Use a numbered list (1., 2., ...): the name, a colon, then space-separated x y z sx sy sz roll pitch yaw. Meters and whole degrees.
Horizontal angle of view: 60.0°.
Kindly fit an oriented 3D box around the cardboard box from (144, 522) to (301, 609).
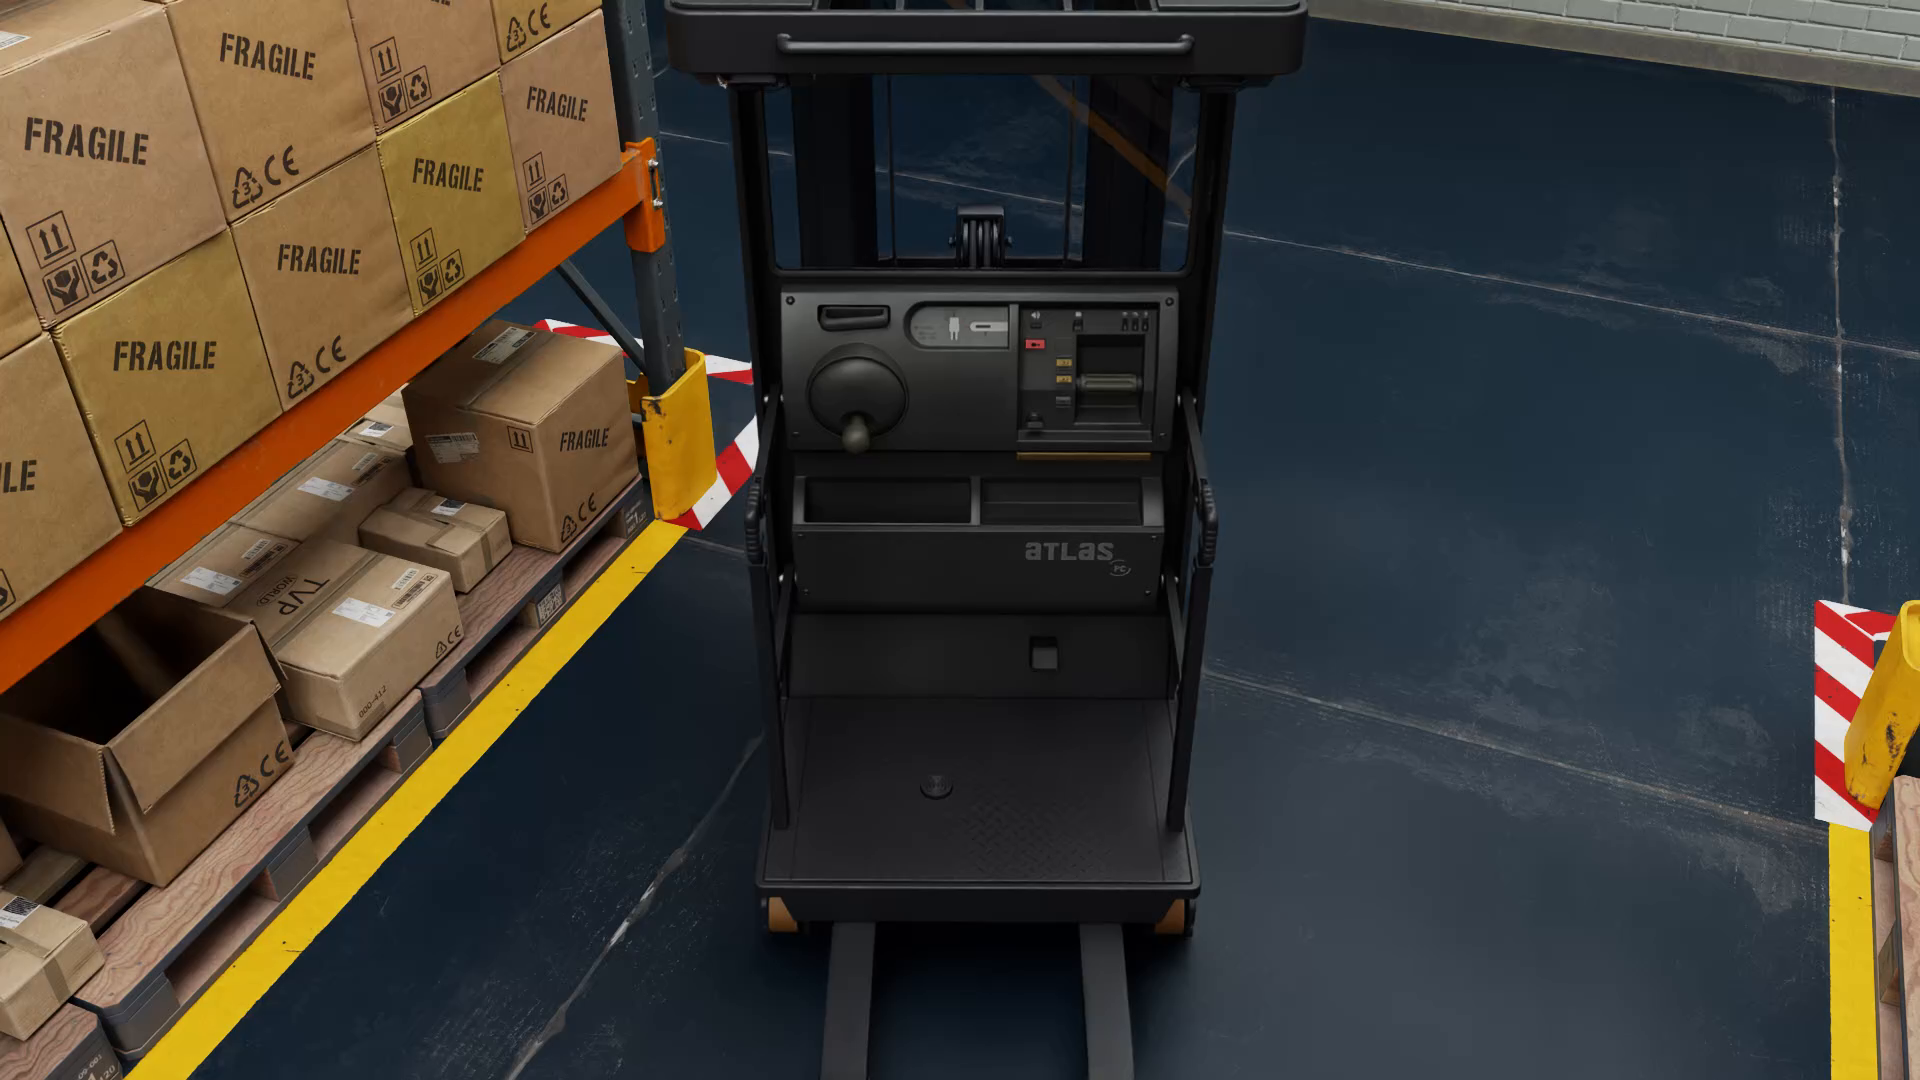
1. cardboard box: -2.290 0.186 4.925 0.500 0.250 0.500 14 39 18

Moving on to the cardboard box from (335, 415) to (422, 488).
1. cardboard box: -2.012 -0.279 5.617 0.380 0.166 0.250 14 39 18

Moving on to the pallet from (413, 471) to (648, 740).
1. pallet: -1.771 0.071 5.479 1.003 0.211 1.213 14 39 18

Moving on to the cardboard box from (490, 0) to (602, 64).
1. cardboard box: -1.355 -1.661 4.548 0.500 0.500 0.500 14 39 17

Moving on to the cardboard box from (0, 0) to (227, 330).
1. cardboard box: -1.935 -0.809 3.408 0.500 0.500 0.500 15 39 19

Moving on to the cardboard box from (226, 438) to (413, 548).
1. cardboard box: -2.100 -0.091 5.296 0.500 0.250 0.500 14 39 18

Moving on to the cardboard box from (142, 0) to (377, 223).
1. cardboard box: -1.740 -1.093 3.788 0.500 0.500 0.500 15 39 19

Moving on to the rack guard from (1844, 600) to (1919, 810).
1. rack guard: 3.136 0.586 4.548 1.175 0.500 0.348 14 39 18

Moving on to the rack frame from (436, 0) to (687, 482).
1. rack frame: -1.440 -1.529 5.291 1.000 3.000 0.127 14 39 18

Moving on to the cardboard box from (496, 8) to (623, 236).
1. cardboard box: -1.359 -1.259 4.846 0.500 0.500 0.500 15 39 19

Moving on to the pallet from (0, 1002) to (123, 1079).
1. pallet: -2.700 1.422 3.671 1.003 0.211 1.213 14 39 18

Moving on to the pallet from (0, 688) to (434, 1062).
1. pallet: -2.237 0.744 4.578 1.003 0.211 1.213 14 39 18

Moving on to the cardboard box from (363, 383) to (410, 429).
1. cardboard box: -1.917 -0.410 5.807 0.380 0.149 0.250 14 39 18

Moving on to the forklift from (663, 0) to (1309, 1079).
1. forklift: 0.046 -0.330 3.743 1.130 2.935 3.031 0 37 0

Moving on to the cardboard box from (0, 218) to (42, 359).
1. cardboard box: -2.131 -0.522 3.025 0.500 0.500 0.500 13 39 16

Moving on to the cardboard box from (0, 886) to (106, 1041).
1. cardboard box: -2.282 0.980 3.933 0.380 0.166 0.250 14 39 18

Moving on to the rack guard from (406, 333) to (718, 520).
1. rack guard: -1.469 -0.486 5.983 1.175 0.500 0.348 14 39 18

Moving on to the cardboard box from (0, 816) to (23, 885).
1. cardboard box: -2.722 0.791 4.065 0.500 0.311 0.500 14 39 18

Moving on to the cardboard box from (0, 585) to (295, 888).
1. cardboard box: -2.252 0.468 4.337 0.797 0.503 0.637 14 39 18

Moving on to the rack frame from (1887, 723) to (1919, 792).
1. rack frame: 3.139 -0.399 3.778 1.000 3.000 0.127 14 39 18

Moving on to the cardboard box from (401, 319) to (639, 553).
1. cardboard box: -1.419 -0.347 5.430 0.500 0.500 0.500 14 39 18

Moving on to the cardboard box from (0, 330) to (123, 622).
1. cardboard box: -2.132 -0.136 3.342 0.500 0.500 0.500 14 39 18

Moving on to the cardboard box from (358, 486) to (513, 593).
1. cardboard box: -1.657 -0.010 5.257 0.380 0.166 0.250 14 39 18

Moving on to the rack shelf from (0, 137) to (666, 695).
1. rack shelf: -2.201 -0.134 4.025 1.077 0.370 4.000 14 39 18

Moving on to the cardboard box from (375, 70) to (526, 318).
1. cardboard box: -1.553 -0.971 4.461 0.500 0.500 0.500 14 39 18

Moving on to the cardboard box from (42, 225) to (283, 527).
1. cardboard box: -1.940 -0.418 3.720 0.500 0.500 0.500 13 39 17

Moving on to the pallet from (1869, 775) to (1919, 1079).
1. pallet: 2.790 1.166 4.014 1.003 0.211 1.213 14 39 18

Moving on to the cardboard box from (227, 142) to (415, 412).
1. cardboard box: -1.748 -0.696 4.093 0.500 0.500 0.500 14 39 18

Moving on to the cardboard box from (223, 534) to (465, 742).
1. cardboard box: -1.808 0.272 4.810 0.500 0.250 0.500 14 39 18

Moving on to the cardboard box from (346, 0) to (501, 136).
1. cardboard box: -1.547 -1.381 4.173 0.500 0.500 0.500 15 39 19
